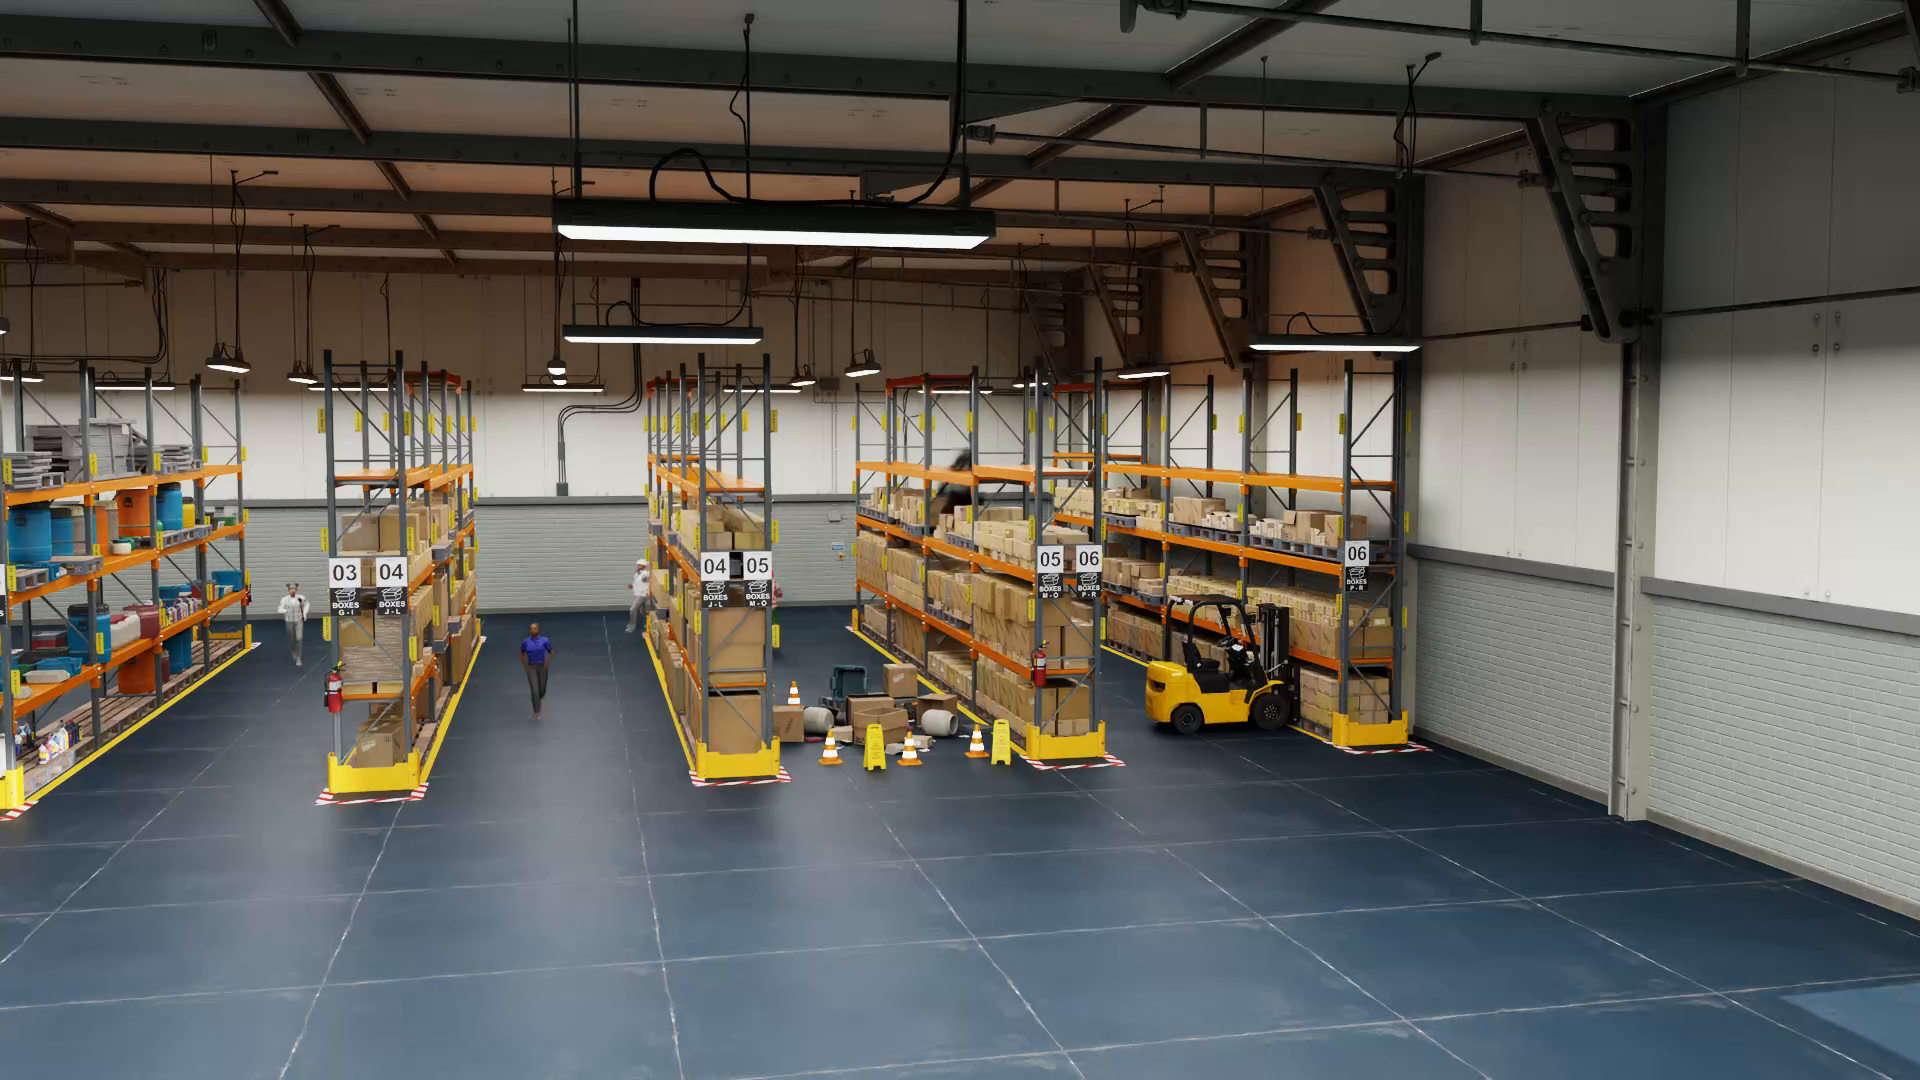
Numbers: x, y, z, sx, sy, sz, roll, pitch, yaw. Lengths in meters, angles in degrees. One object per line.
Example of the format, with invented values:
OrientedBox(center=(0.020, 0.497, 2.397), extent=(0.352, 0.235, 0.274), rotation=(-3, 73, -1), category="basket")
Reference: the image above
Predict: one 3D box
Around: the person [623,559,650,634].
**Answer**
OrientedBox(center=(-7.669, 1.339, 40.003), extent=(0.897, 1.791, 0.701), rotation=(-3, 5, -33), category="person")

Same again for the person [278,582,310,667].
OrientedBox(center=(-13.891, 1.741, 34.685), extent=(0.603, 1.742, 0.839), rotation=(-1, 4, -18), category="person")

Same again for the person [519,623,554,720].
OrientedBox(center=(-7.243, 2.225, 28.454), extent=(0.576, 1.638, 0.635), rotation=(-1, 4, -13), category="person")

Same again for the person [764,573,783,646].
OrientedBox(center=(-4.270, 1.515, 37.005), extent=(0.666, 1.763, 0.985), rotation=(-1, 4, -18), category="person")
